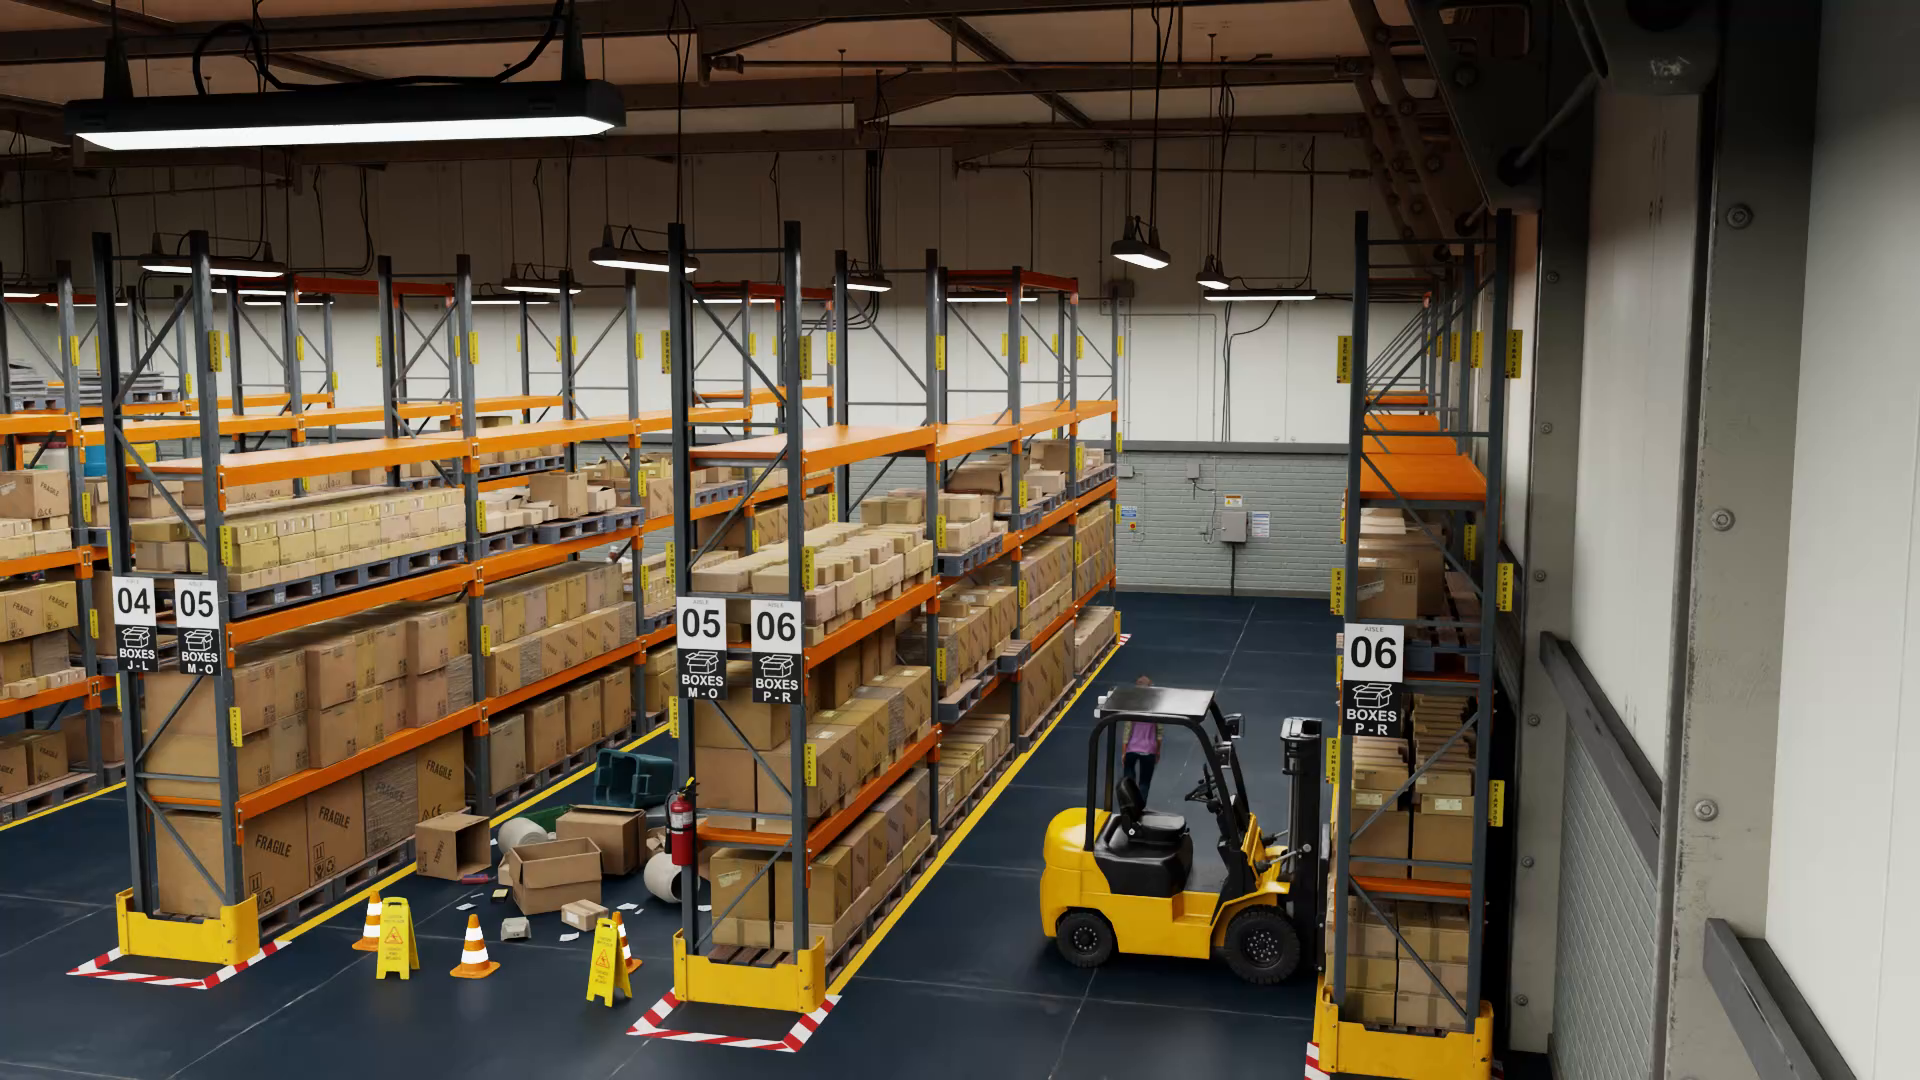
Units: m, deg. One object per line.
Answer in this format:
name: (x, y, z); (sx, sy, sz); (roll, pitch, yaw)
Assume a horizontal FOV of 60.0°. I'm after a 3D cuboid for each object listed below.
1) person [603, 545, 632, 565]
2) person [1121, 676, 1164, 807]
person: (-5.932, 0.854, 28.989); (0.576, 1.578, 0.750); (3, 8, 22)
person: (1.854, 2.129, 16.898); (0.423, 1.499, 0.652); (1, 7, 9)
